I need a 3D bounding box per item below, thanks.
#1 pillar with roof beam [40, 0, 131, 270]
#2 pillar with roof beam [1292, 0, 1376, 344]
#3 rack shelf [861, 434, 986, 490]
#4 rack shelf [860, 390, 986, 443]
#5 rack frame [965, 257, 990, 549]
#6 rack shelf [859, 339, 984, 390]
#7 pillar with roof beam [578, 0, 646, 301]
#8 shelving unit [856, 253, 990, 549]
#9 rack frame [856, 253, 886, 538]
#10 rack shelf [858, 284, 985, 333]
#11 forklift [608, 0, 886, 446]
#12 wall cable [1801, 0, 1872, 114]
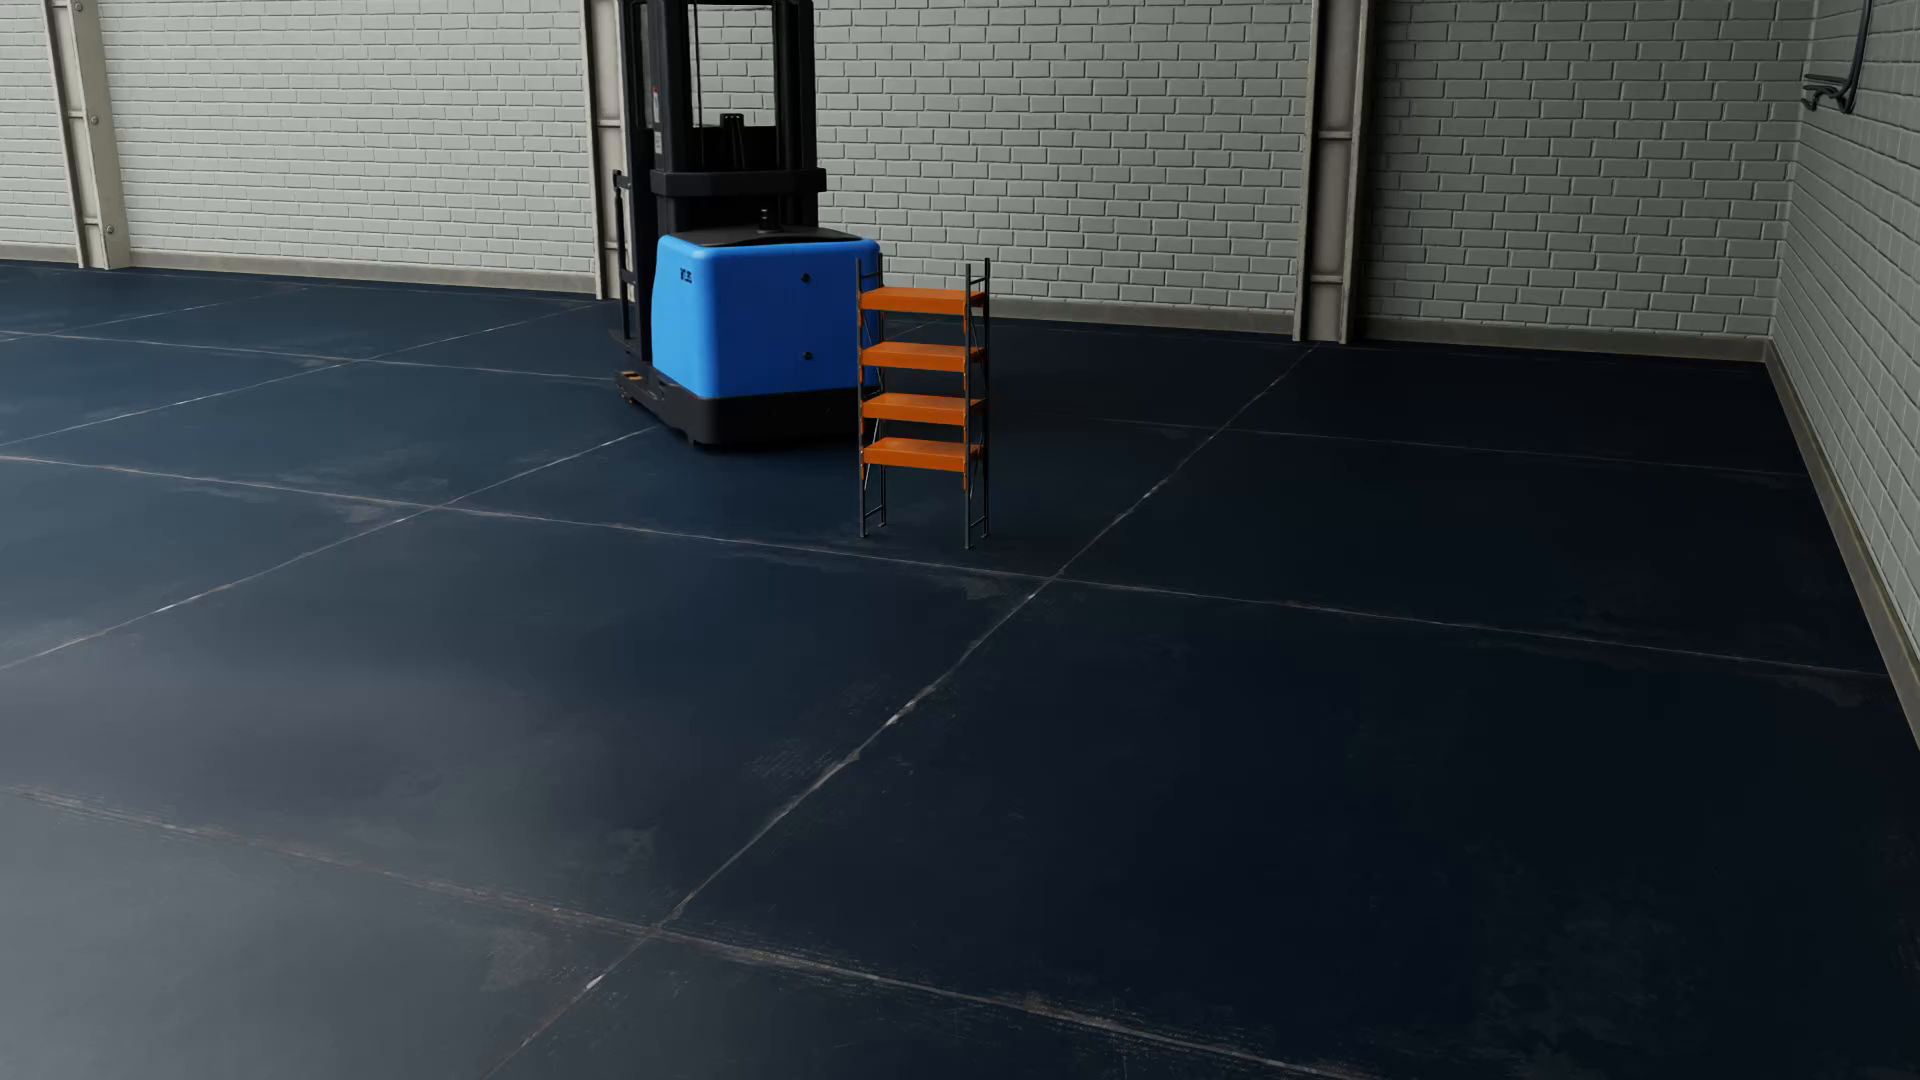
[{"bbox_3d":[-10.059,-5.918,11.418,0.400,9.000,9.100,6,17,21],"label":"pillar with roof beam"},{"bbox_3d":[1.105,-4.690,7.189,0.400,9.000,9.100,6,17,21],"label":"pillar with roof beam"},{"bbox_3d":[-0.154,-0.338,7.139,0.480,0.148,0.258,6,17,21],"label":"rack shelf"},{"bbox_3d":[-0.154,-0.529,7.083,0.480,0.148,0.258,6,17,21],"label":"rack shelf"},{"bbox_3d":[0.073,-0.568,6.979,0.015,1.200,0.240,6,17,21],"label":"rack frame"},{"bbox_3d":[-0.154,-0.743,7.021,0.480,0.148,0.258,6,17,21],"label":"rack shelf"},{"bbox_3d":[-4.477,-5.304,9.304,0.400,9.000,9.100,6,17,21],"label":"pillar with roof beam"},{"bbox_3d":[-0.154,-0.593,7.065,0.503,1.200,0.258,6,17,21],"label":"shelving unit"},{"bbox_3d":[-0.381,-0.618,7.151,0.015,1.200,0.240,6,17,21],"label":"rack frame"},{"bbox_3d":[-0.154,-0.971,6.955,0.480,0.148,0.258,6,17,21],"label":"rack shelf"},{"bbox_3d":[-1.463,-2.270,9.736,1.130,2.935,3.031,-7,18,-23],"label":"forklift"},{"bbox_3d":[4.939,-3.671,9.249,0.112,2.526,3.097,6,17,21],"label":"wall cable"}]
